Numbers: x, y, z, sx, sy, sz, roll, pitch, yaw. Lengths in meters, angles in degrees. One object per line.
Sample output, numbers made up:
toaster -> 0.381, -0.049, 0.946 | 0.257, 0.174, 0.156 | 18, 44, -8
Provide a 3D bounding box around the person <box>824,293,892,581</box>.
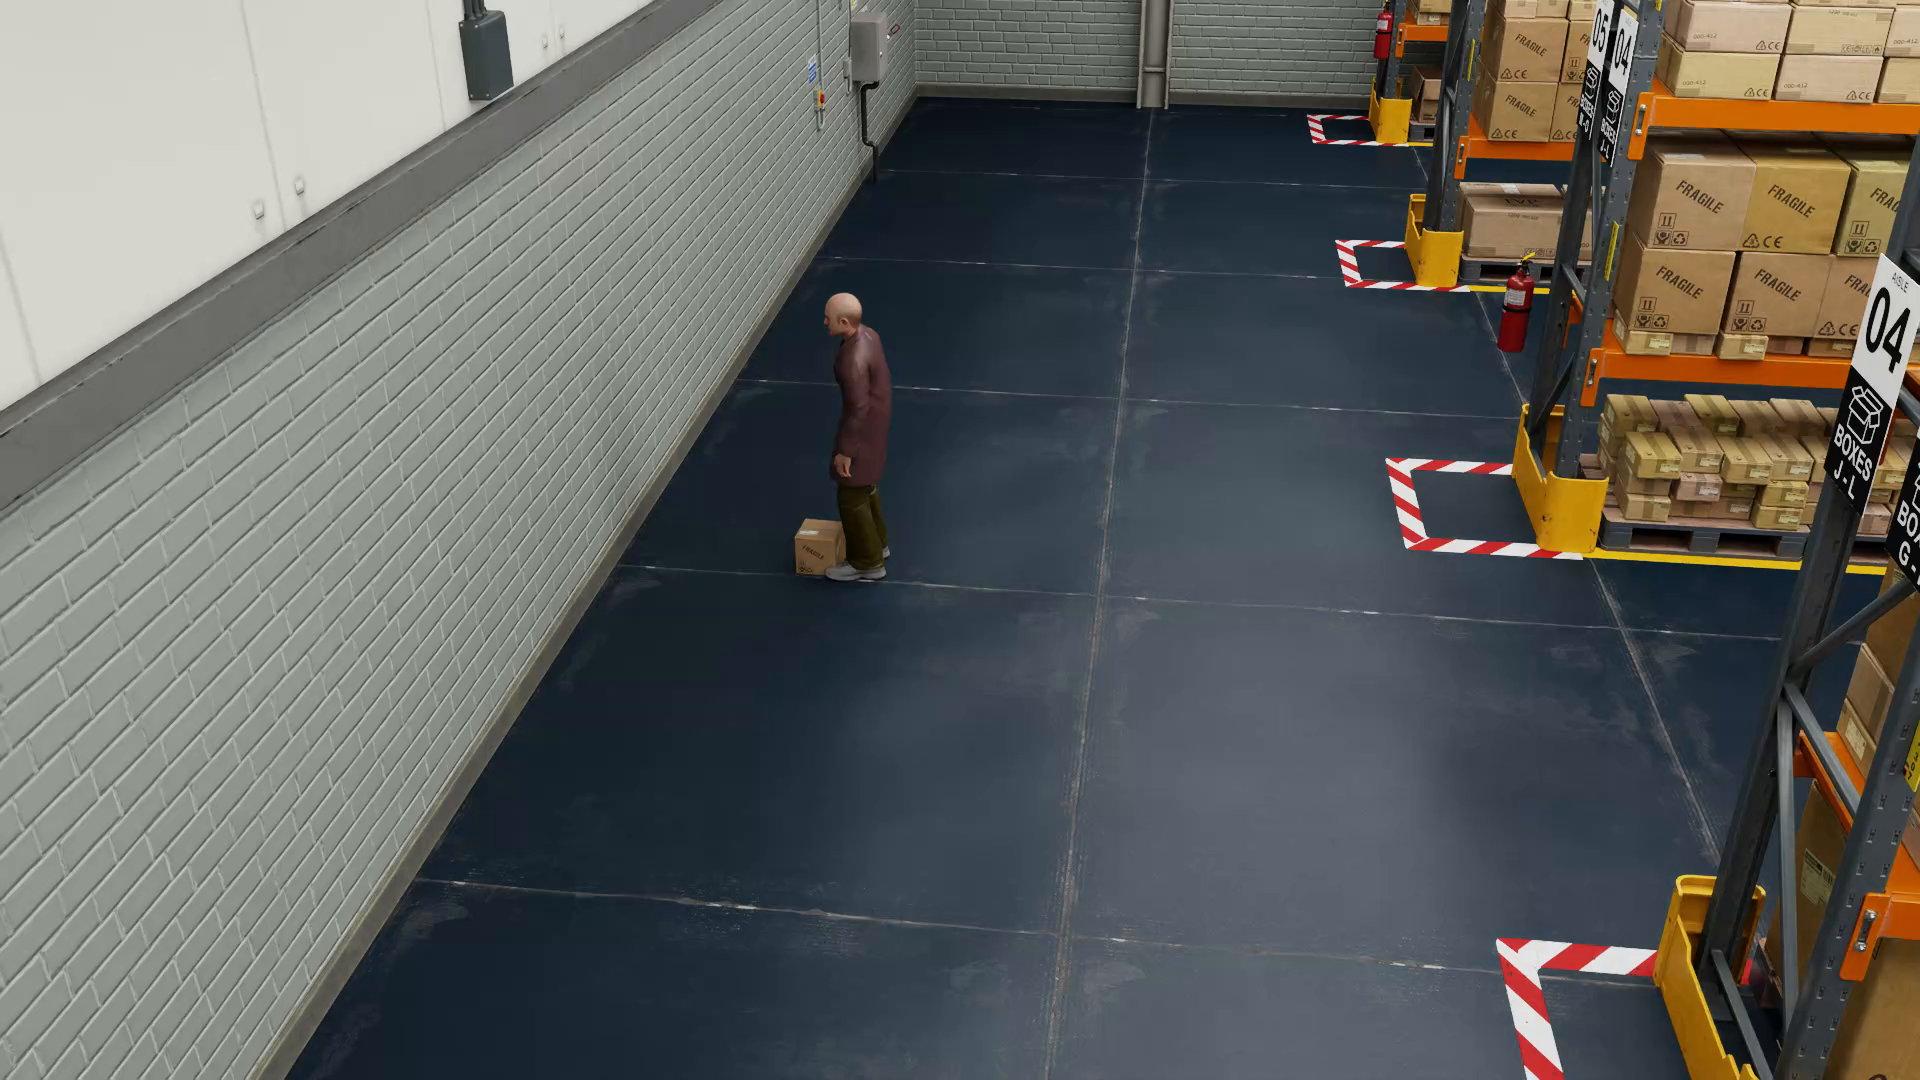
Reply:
person -> -0.606, -0.610, 9.785 | 0.417, 1.774, 0.656 | 2, 28, 4
